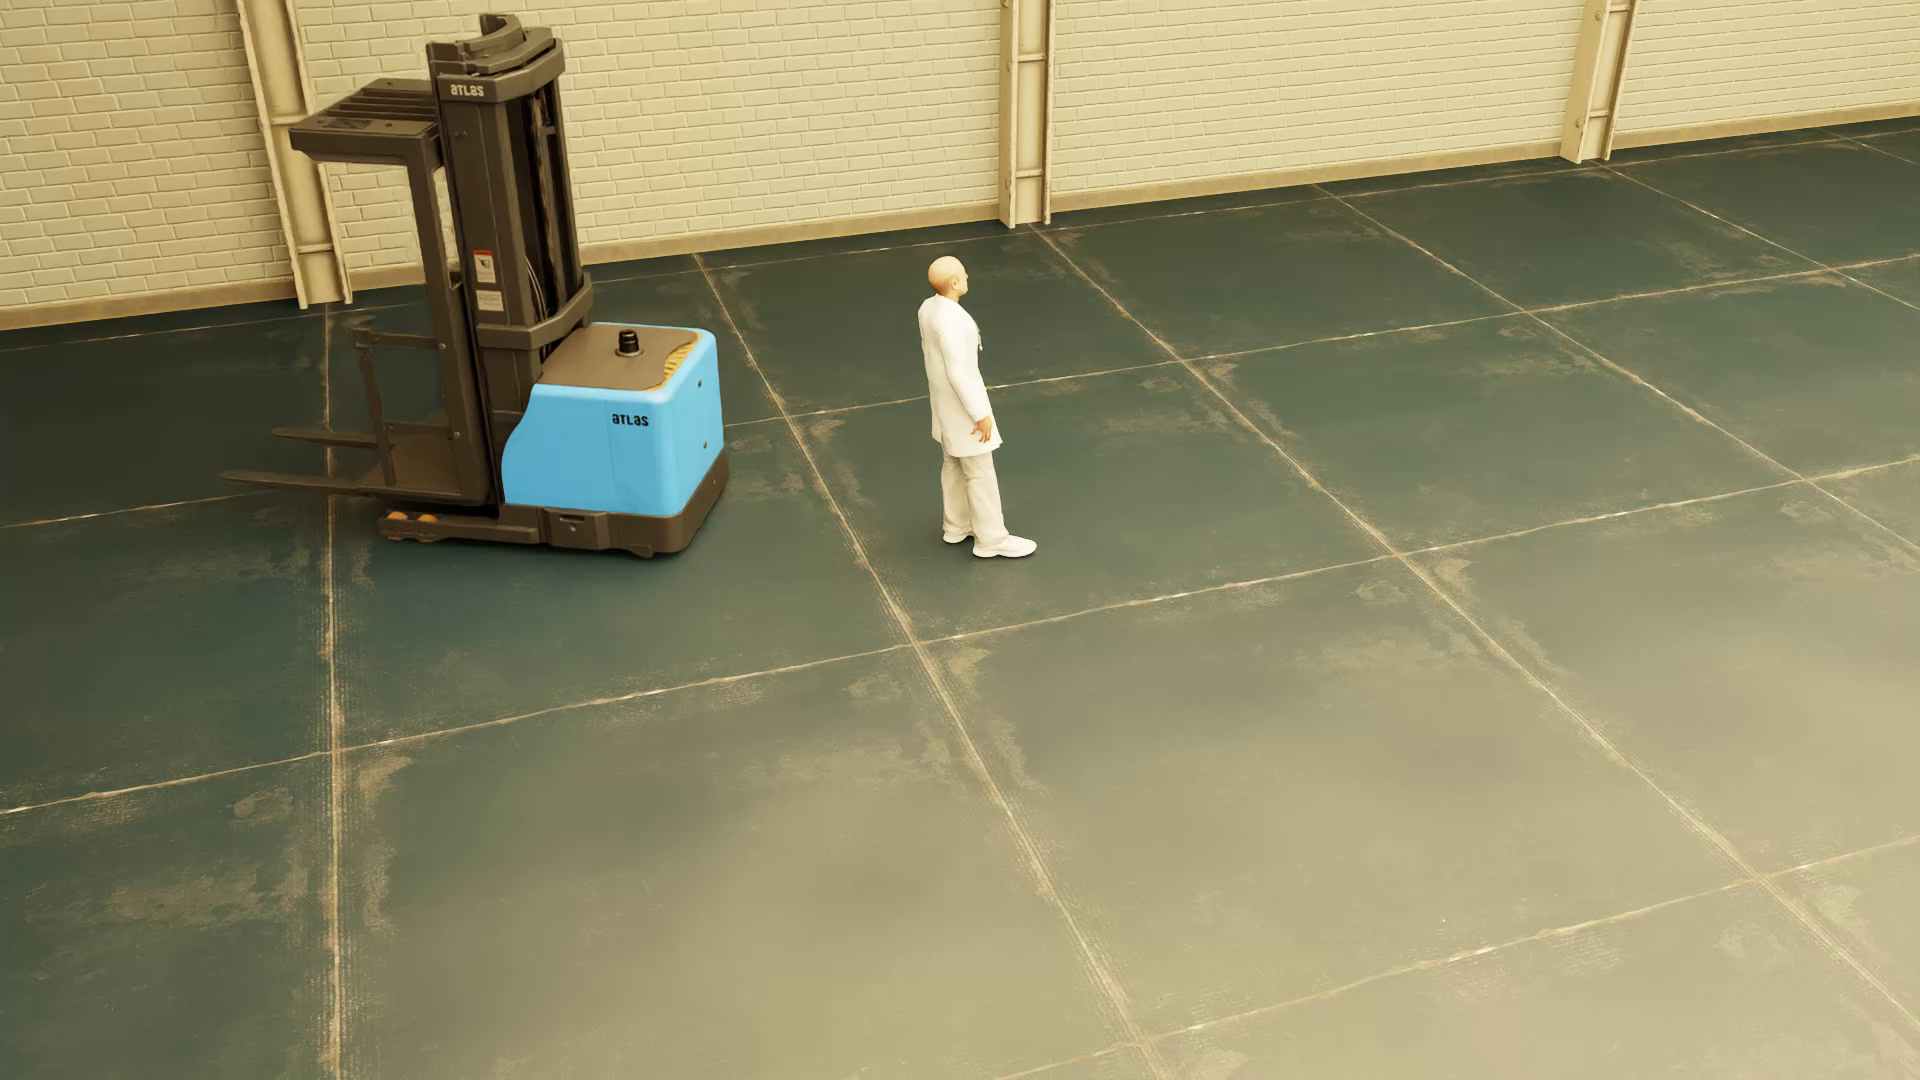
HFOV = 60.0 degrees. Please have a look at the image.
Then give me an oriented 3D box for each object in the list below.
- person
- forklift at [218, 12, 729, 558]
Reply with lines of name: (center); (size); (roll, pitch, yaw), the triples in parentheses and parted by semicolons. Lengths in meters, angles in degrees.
person: (0.087, -0.789, 9.600); (0.581, 1.775, 0.694); (-10, 31, -16)
forklift: (-3.033, -1.507, 9.706); (3.031, 2.935, 1.130); (5, 30, 8)
